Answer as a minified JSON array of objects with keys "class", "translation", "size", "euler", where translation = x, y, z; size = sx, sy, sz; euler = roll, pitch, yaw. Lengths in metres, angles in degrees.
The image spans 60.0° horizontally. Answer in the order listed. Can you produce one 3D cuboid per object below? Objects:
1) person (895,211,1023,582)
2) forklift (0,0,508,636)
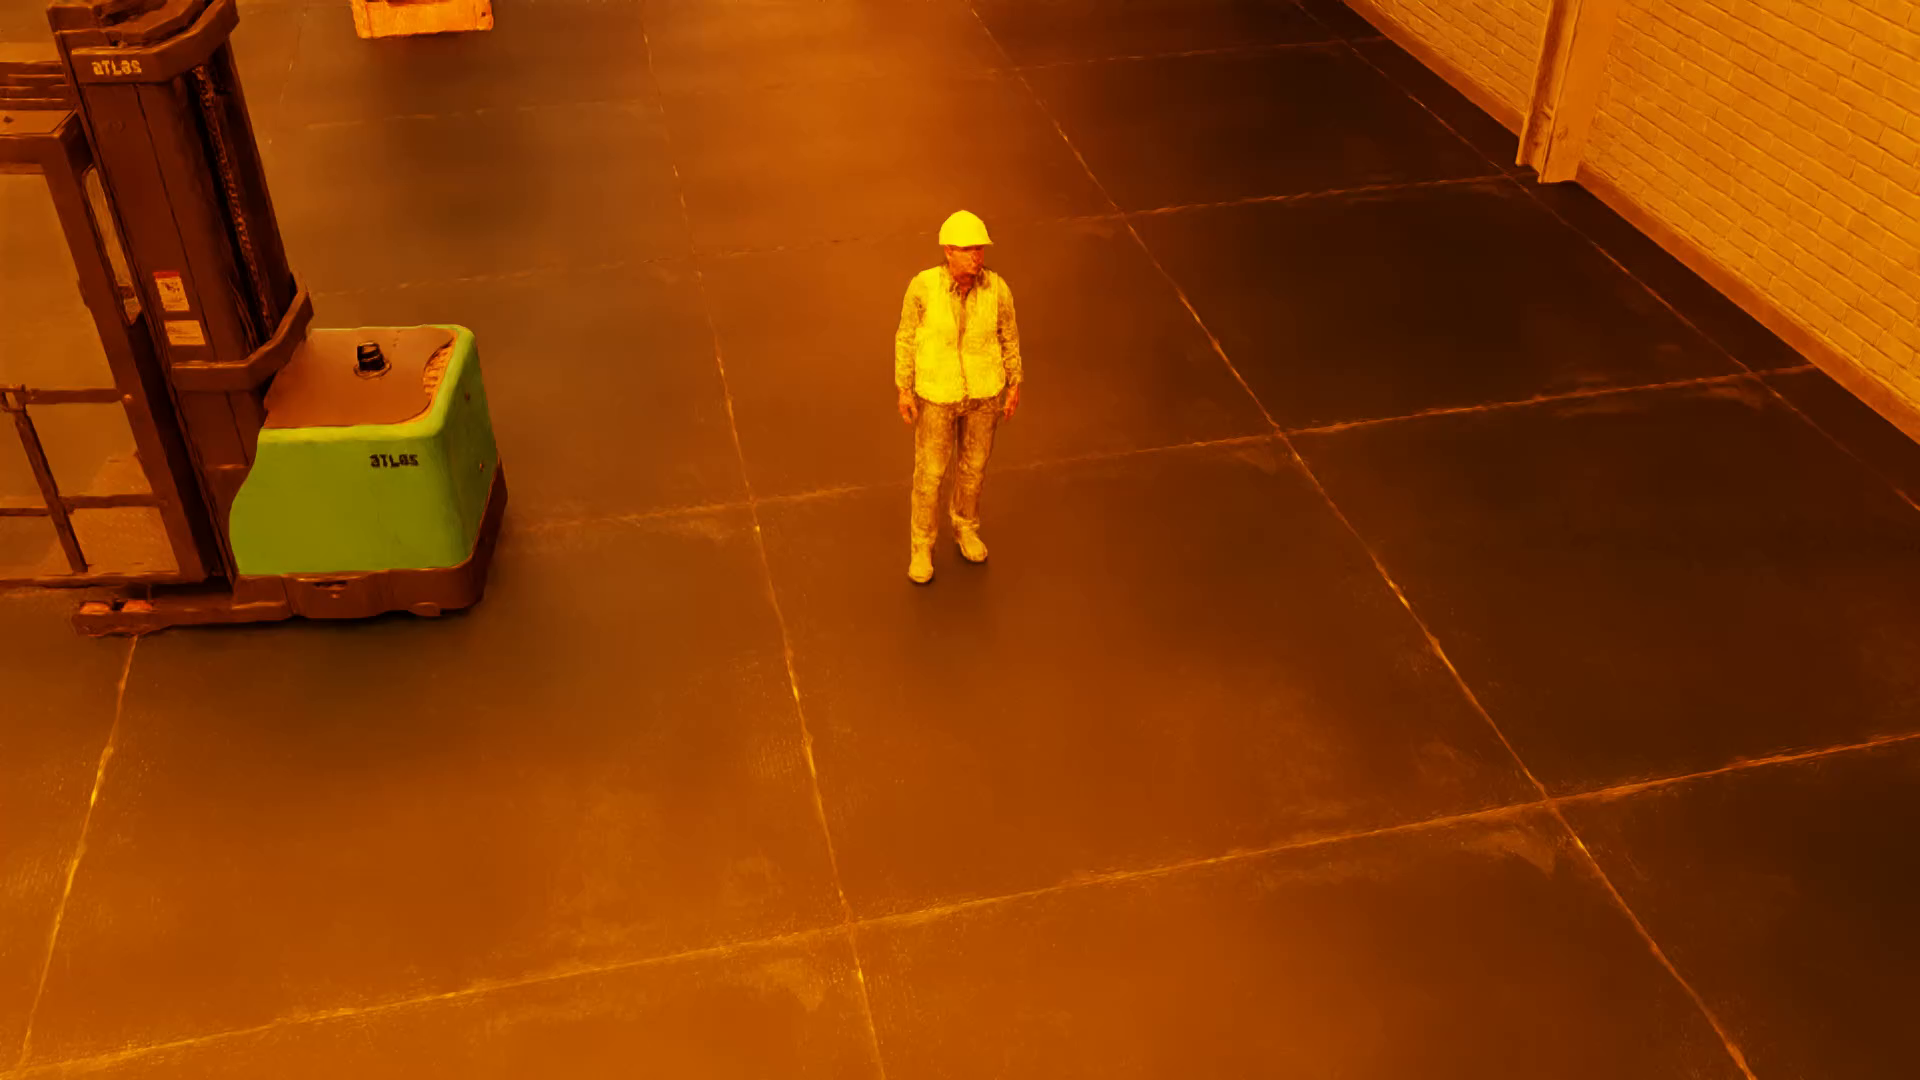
[{"class":"person","translation":[0.006,-0.689,7.986],"size":[0.632,1.773,0.567],"euler":[-8,36,-11]},{"class":"forklift","translation":[-3.862,-1.051,7.511],"size":[3.031,2.935,1.130],"euler":[-2,36,-3]}]
